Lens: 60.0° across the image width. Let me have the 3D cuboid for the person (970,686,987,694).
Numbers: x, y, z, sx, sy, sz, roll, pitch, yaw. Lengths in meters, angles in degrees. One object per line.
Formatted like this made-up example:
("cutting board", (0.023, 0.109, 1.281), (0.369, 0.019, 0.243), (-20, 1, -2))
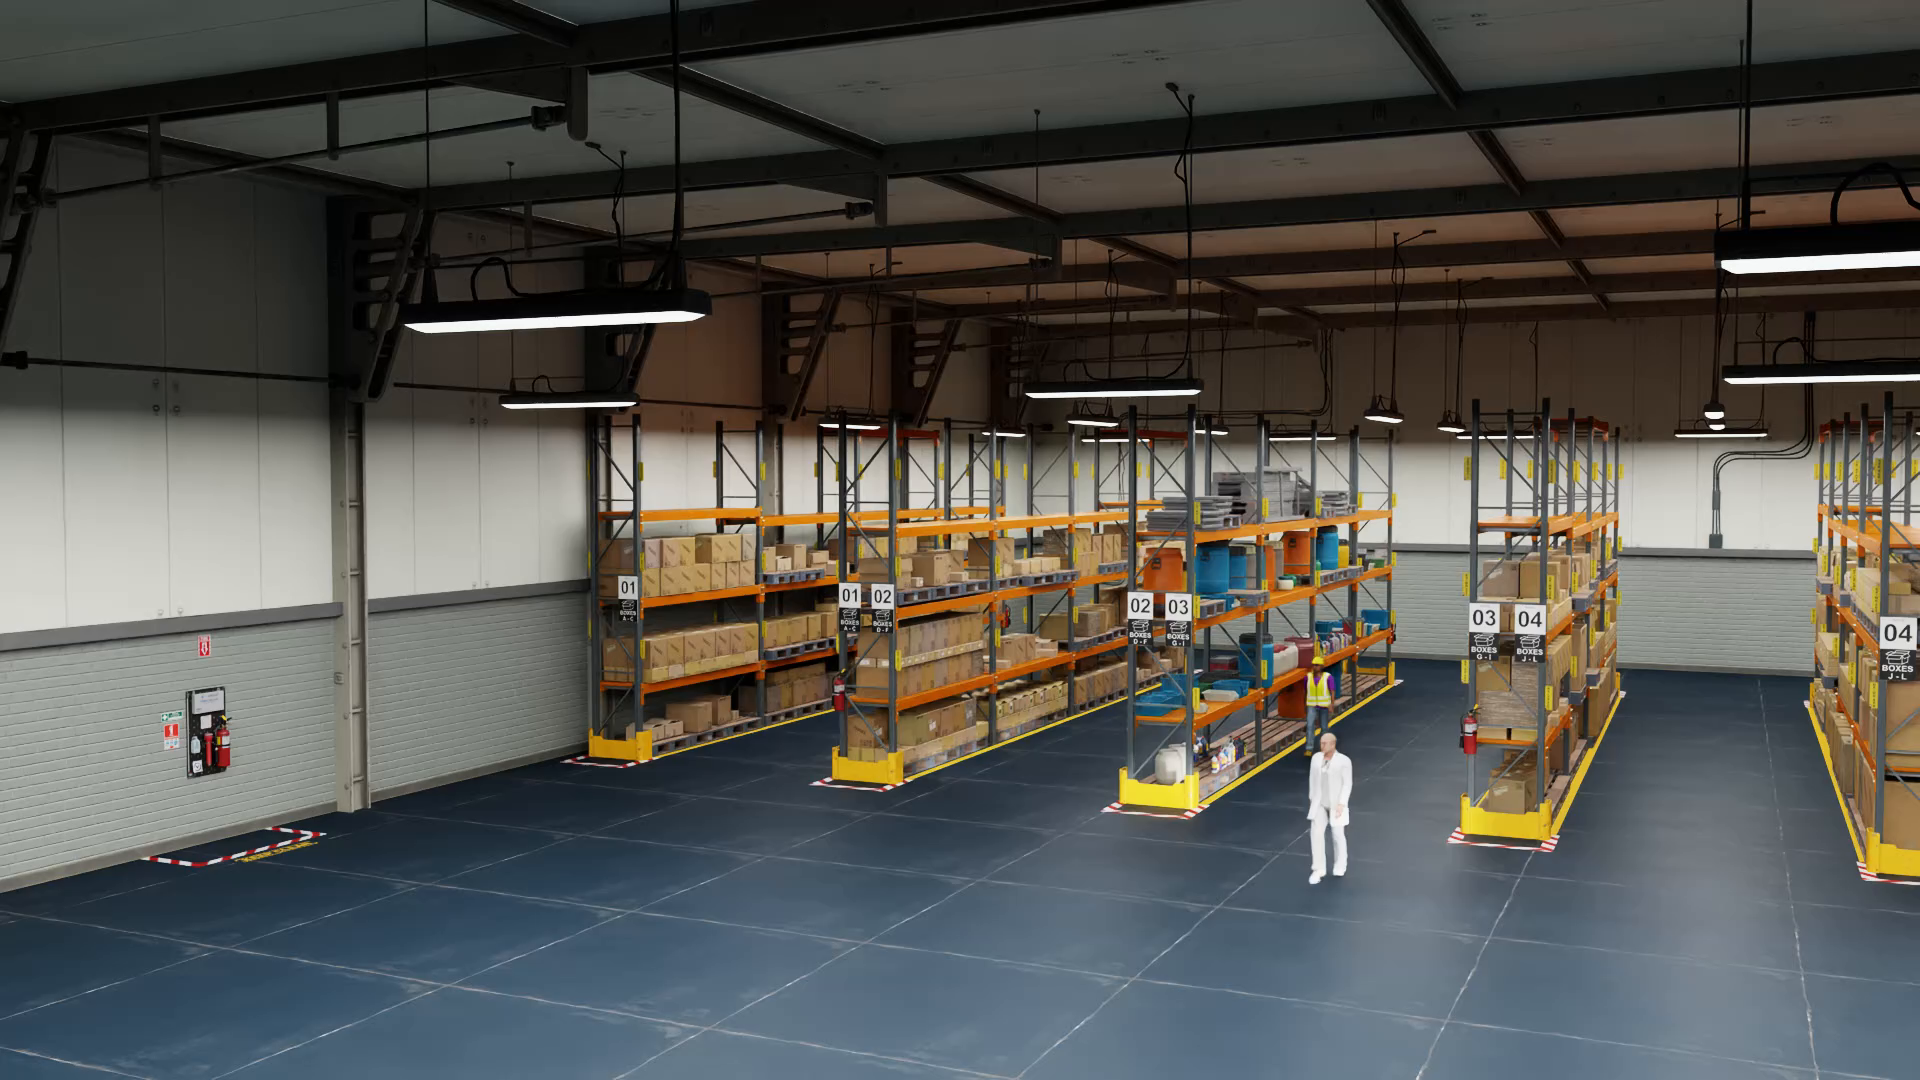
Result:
("person", (0.381, 2.730, 35.536), (0.640, 1.642, 0.539), (-2, 3, -42))

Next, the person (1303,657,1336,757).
("person", (6.281, 2.919, 29.165), (0.597, 1.722, 0.990), (1, 3, 22))

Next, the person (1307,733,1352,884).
("person", (4.524, 3.385, 20.445), (0.612, 1.629, 0.751), (2, 3, 34))
